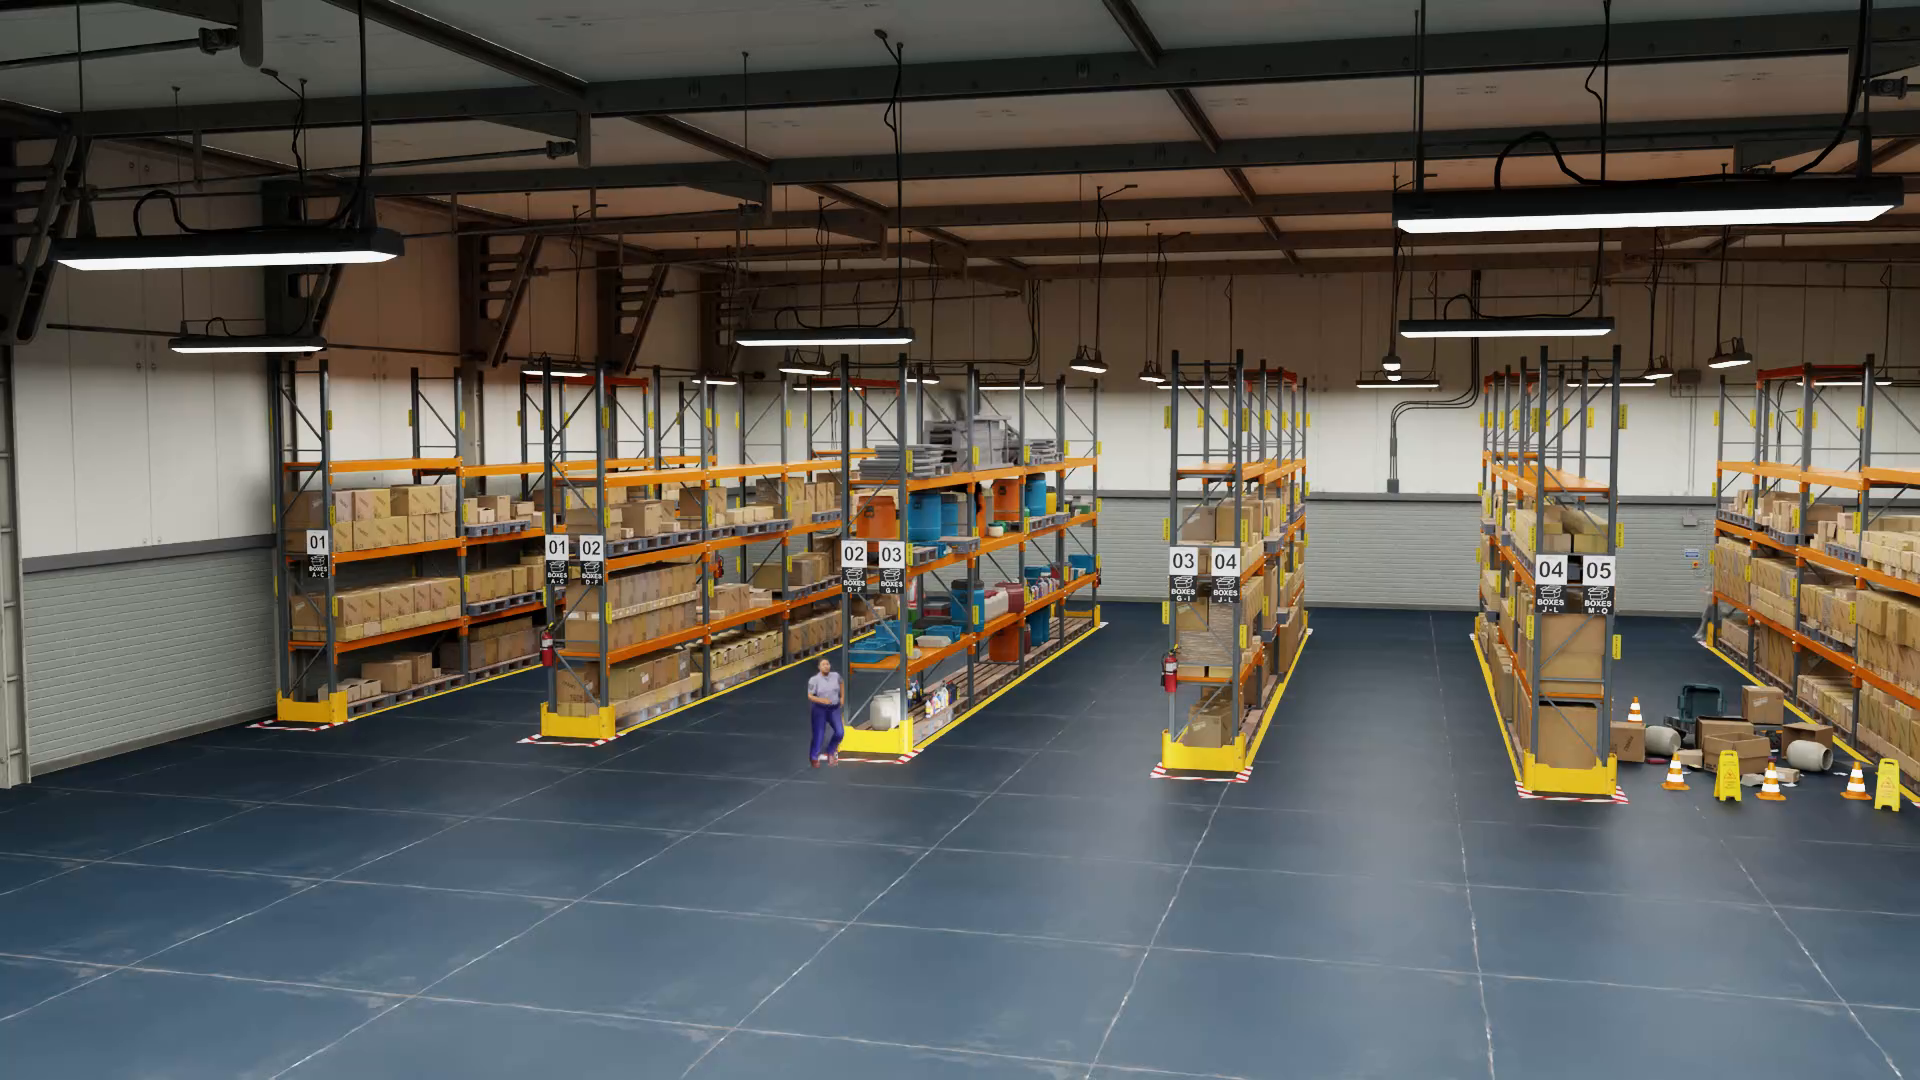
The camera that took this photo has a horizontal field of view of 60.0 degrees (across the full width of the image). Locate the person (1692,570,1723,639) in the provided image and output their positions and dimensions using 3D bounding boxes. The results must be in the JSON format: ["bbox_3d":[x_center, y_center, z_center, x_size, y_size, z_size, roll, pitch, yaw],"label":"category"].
[{"bbox_3d":[17.126,1.464,37.785,0.872,1.599,0.530,1,4,13],"label":"person"}]

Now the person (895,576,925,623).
[{"bbox_3d":[-1.111,1.511,36.422,0.663,1.745,0.597,1,4,8],"label":"person"}]

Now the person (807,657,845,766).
[{"bbox_3d":[-1.901,2.468,23.837,0.621,1.599,0.798,-2,4,-22],"label":"person"}]
